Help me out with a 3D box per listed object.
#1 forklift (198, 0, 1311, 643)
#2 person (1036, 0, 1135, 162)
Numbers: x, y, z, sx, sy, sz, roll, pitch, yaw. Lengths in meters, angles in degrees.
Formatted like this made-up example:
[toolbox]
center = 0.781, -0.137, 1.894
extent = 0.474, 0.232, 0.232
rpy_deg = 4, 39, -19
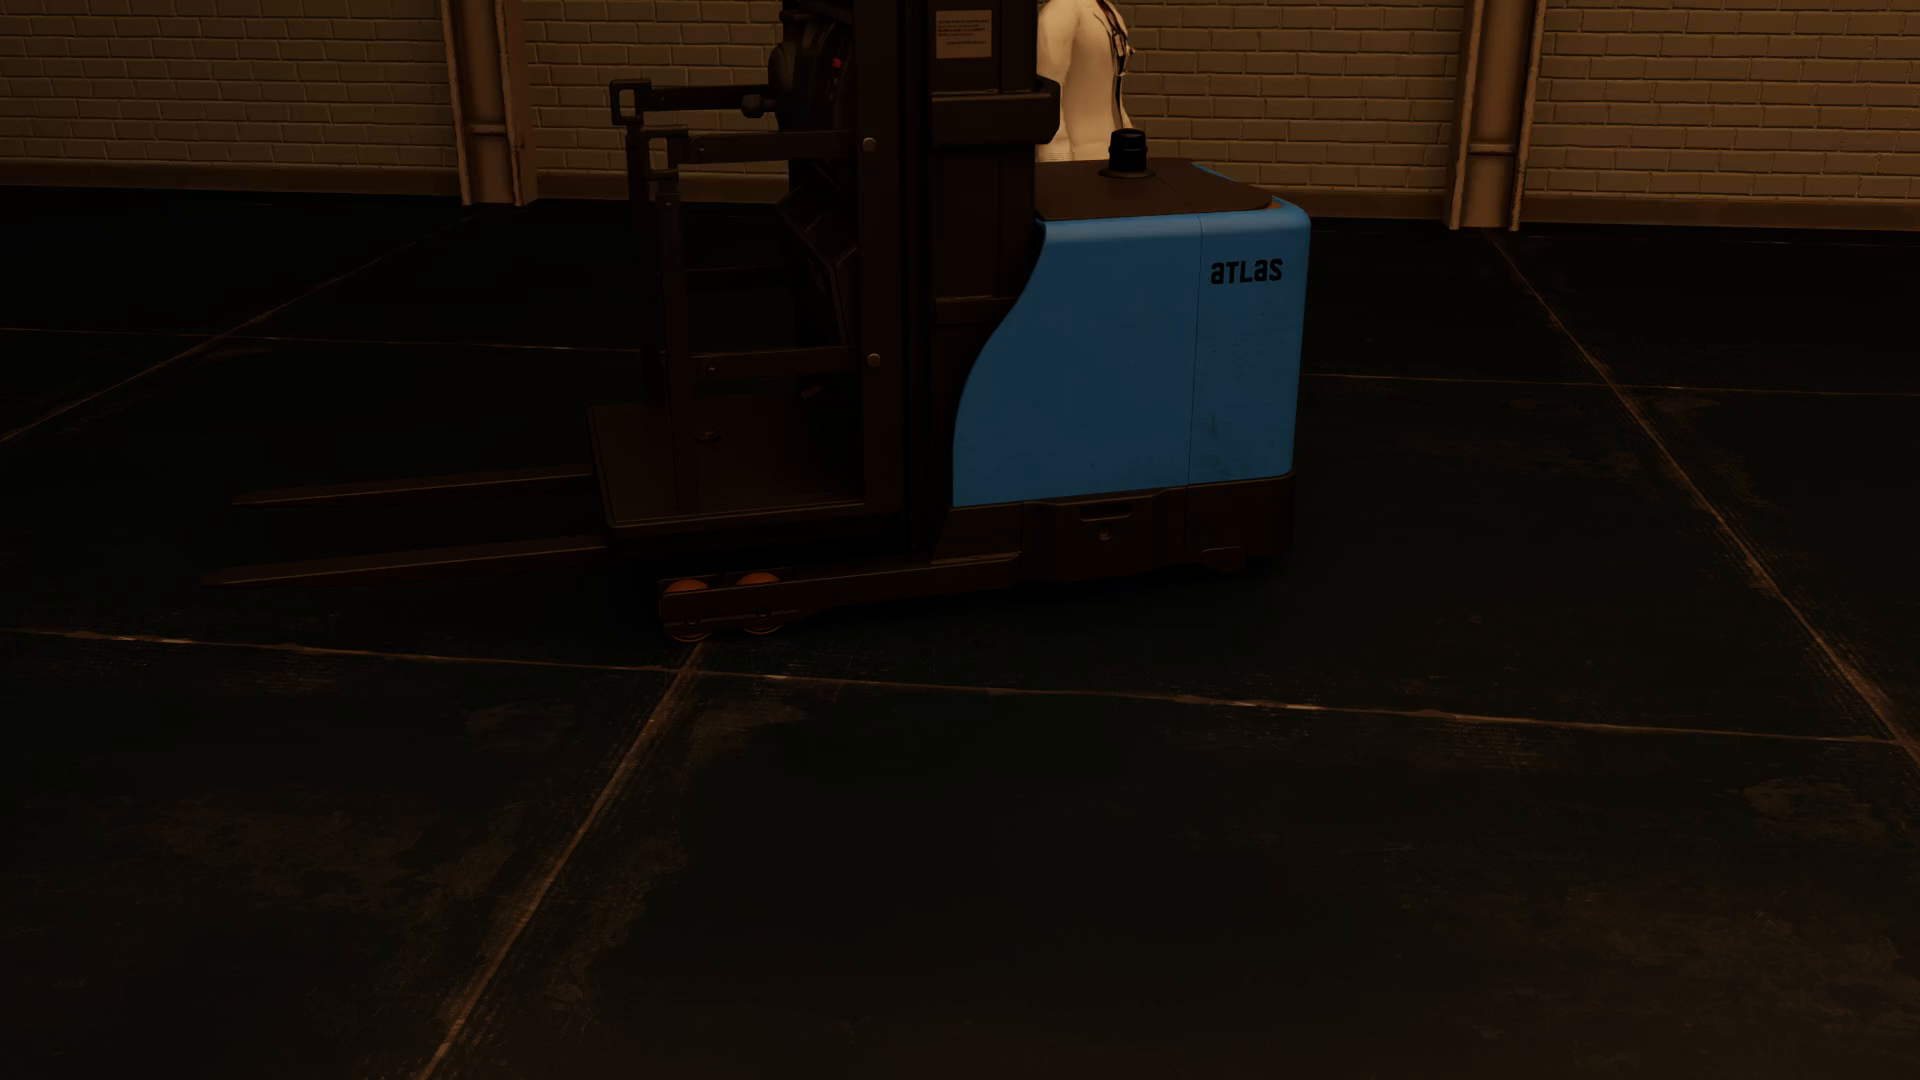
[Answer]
[forklift]
center = -0.588, -1.301, 4.485
extent = 3.031, 2.935, 1.130
rpy_deg = -6, 23, -14
[person]
center = 0.535, -1.424, 6.345
extent = 0.437, 1.770, 0.767
rpy_deg = 8, 23, 18
